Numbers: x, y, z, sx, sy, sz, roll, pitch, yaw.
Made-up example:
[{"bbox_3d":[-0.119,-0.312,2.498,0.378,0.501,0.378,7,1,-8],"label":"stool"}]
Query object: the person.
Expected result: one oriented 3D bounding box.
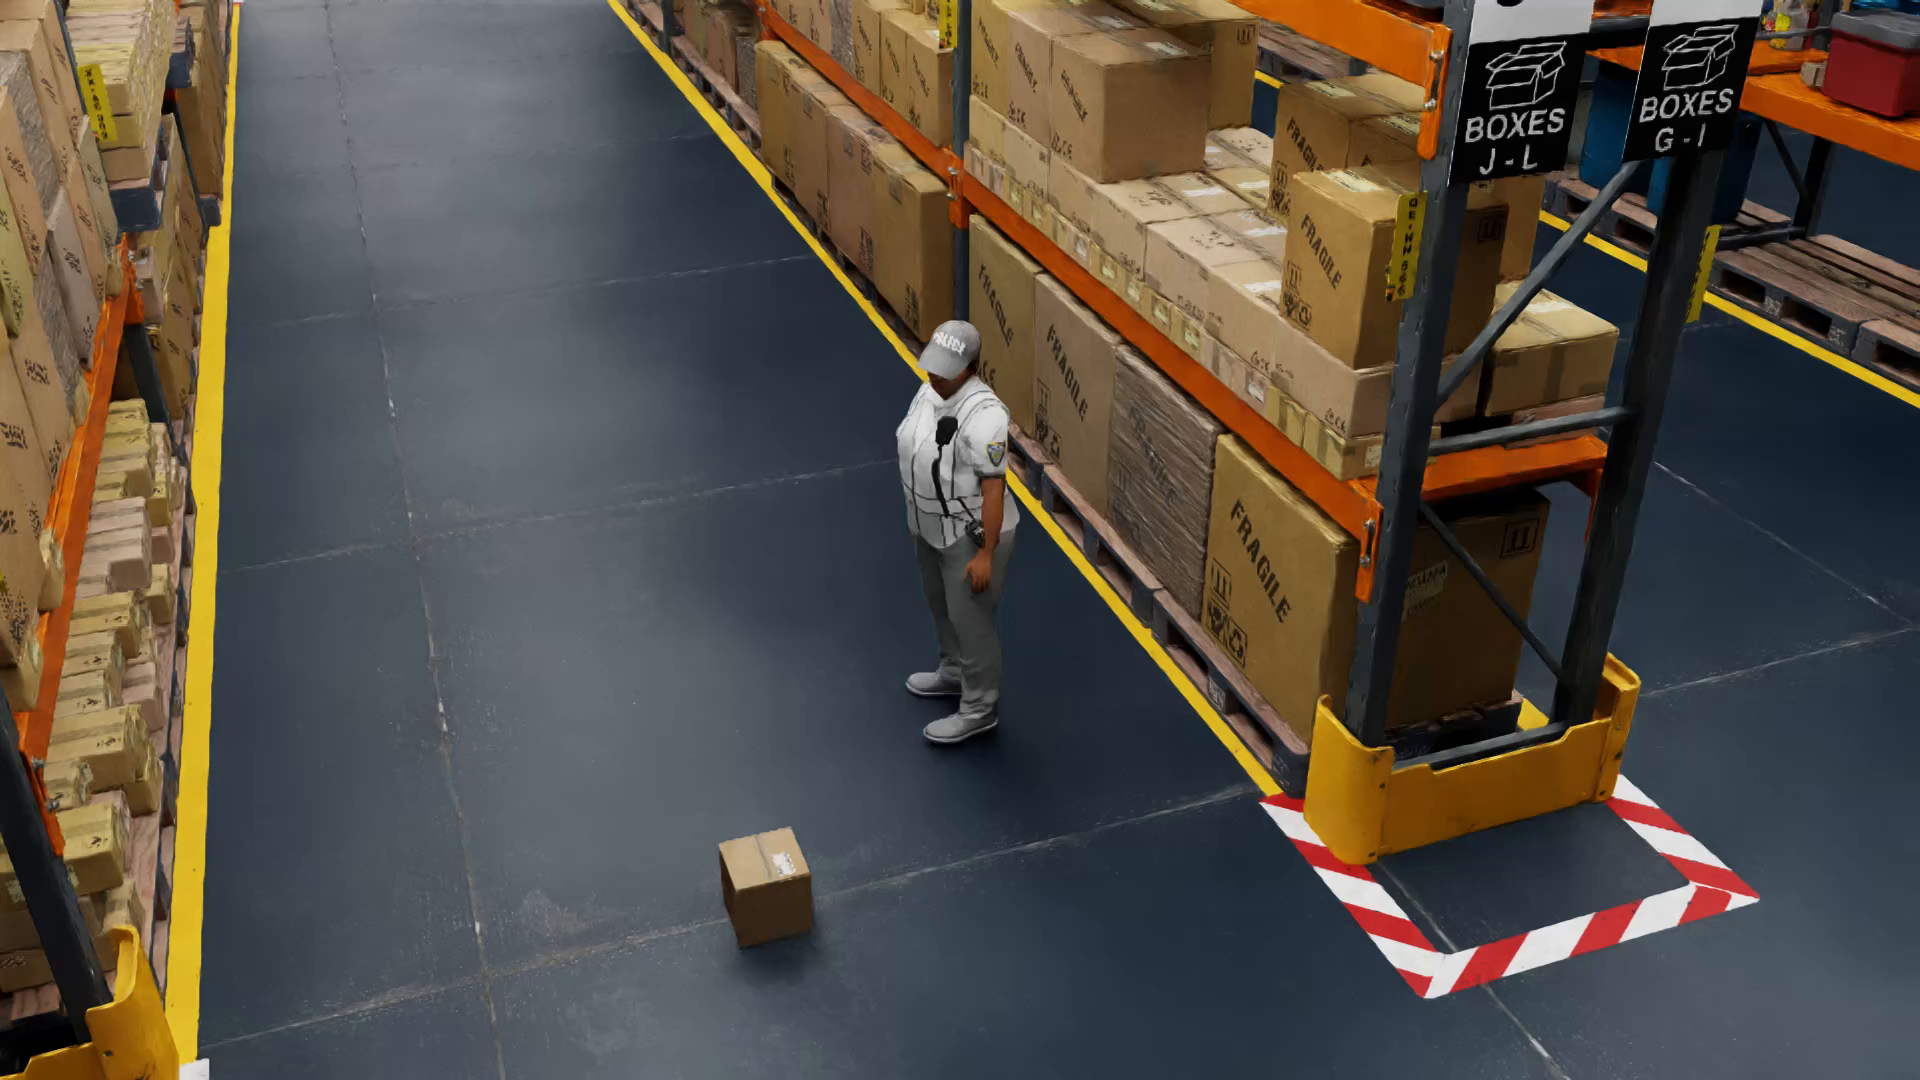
[{"bbox_3d":[-0.018,-0.037,6.147,0.386,1.675,0.564,-16,34,-25],"label":"person"}]
